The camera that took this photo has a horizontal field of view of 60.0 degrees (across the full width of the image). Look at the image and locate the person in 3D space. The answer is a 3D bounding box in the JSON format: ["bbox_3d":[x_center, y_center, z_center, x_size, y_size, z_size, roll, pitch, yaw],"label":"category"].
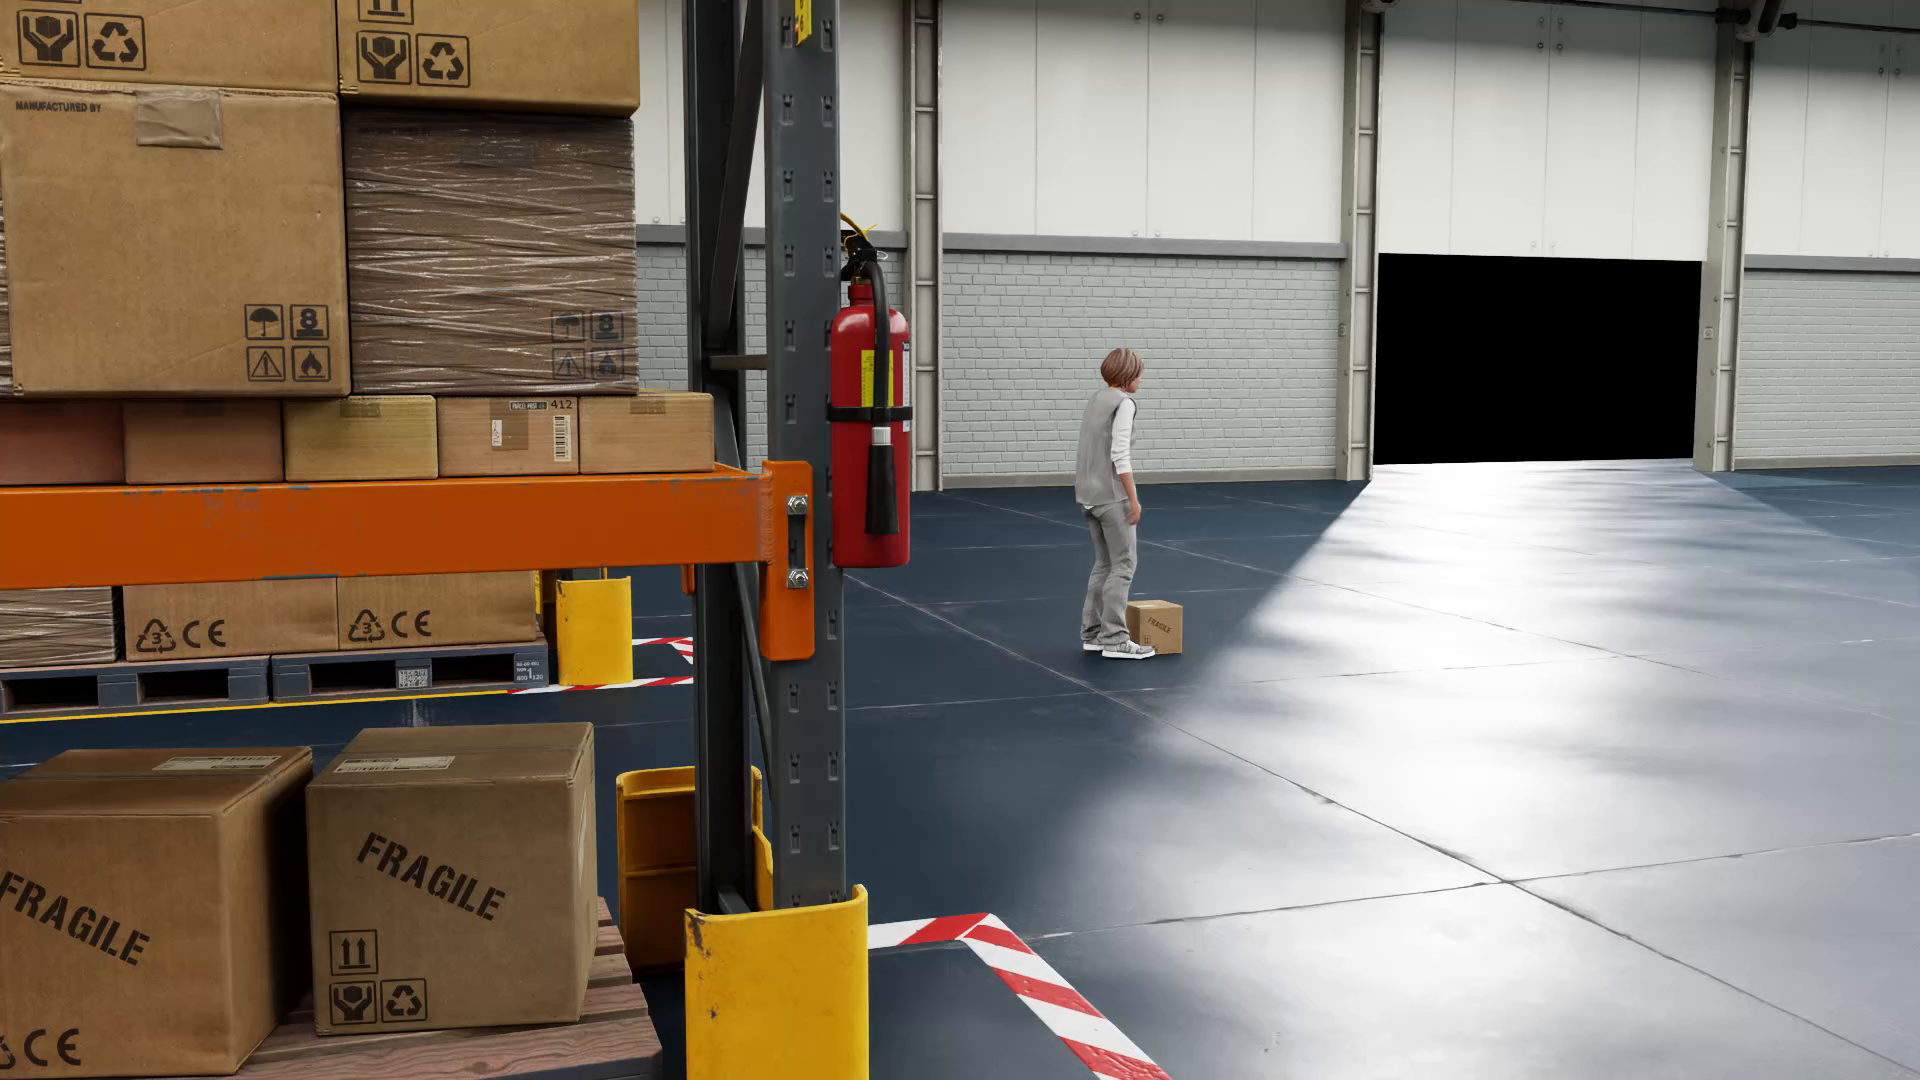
[{"bbox_3d":[0.787,-0.190,8.643,0.344,1.582,0.462,-2,6,-19],"label":"person"}]
